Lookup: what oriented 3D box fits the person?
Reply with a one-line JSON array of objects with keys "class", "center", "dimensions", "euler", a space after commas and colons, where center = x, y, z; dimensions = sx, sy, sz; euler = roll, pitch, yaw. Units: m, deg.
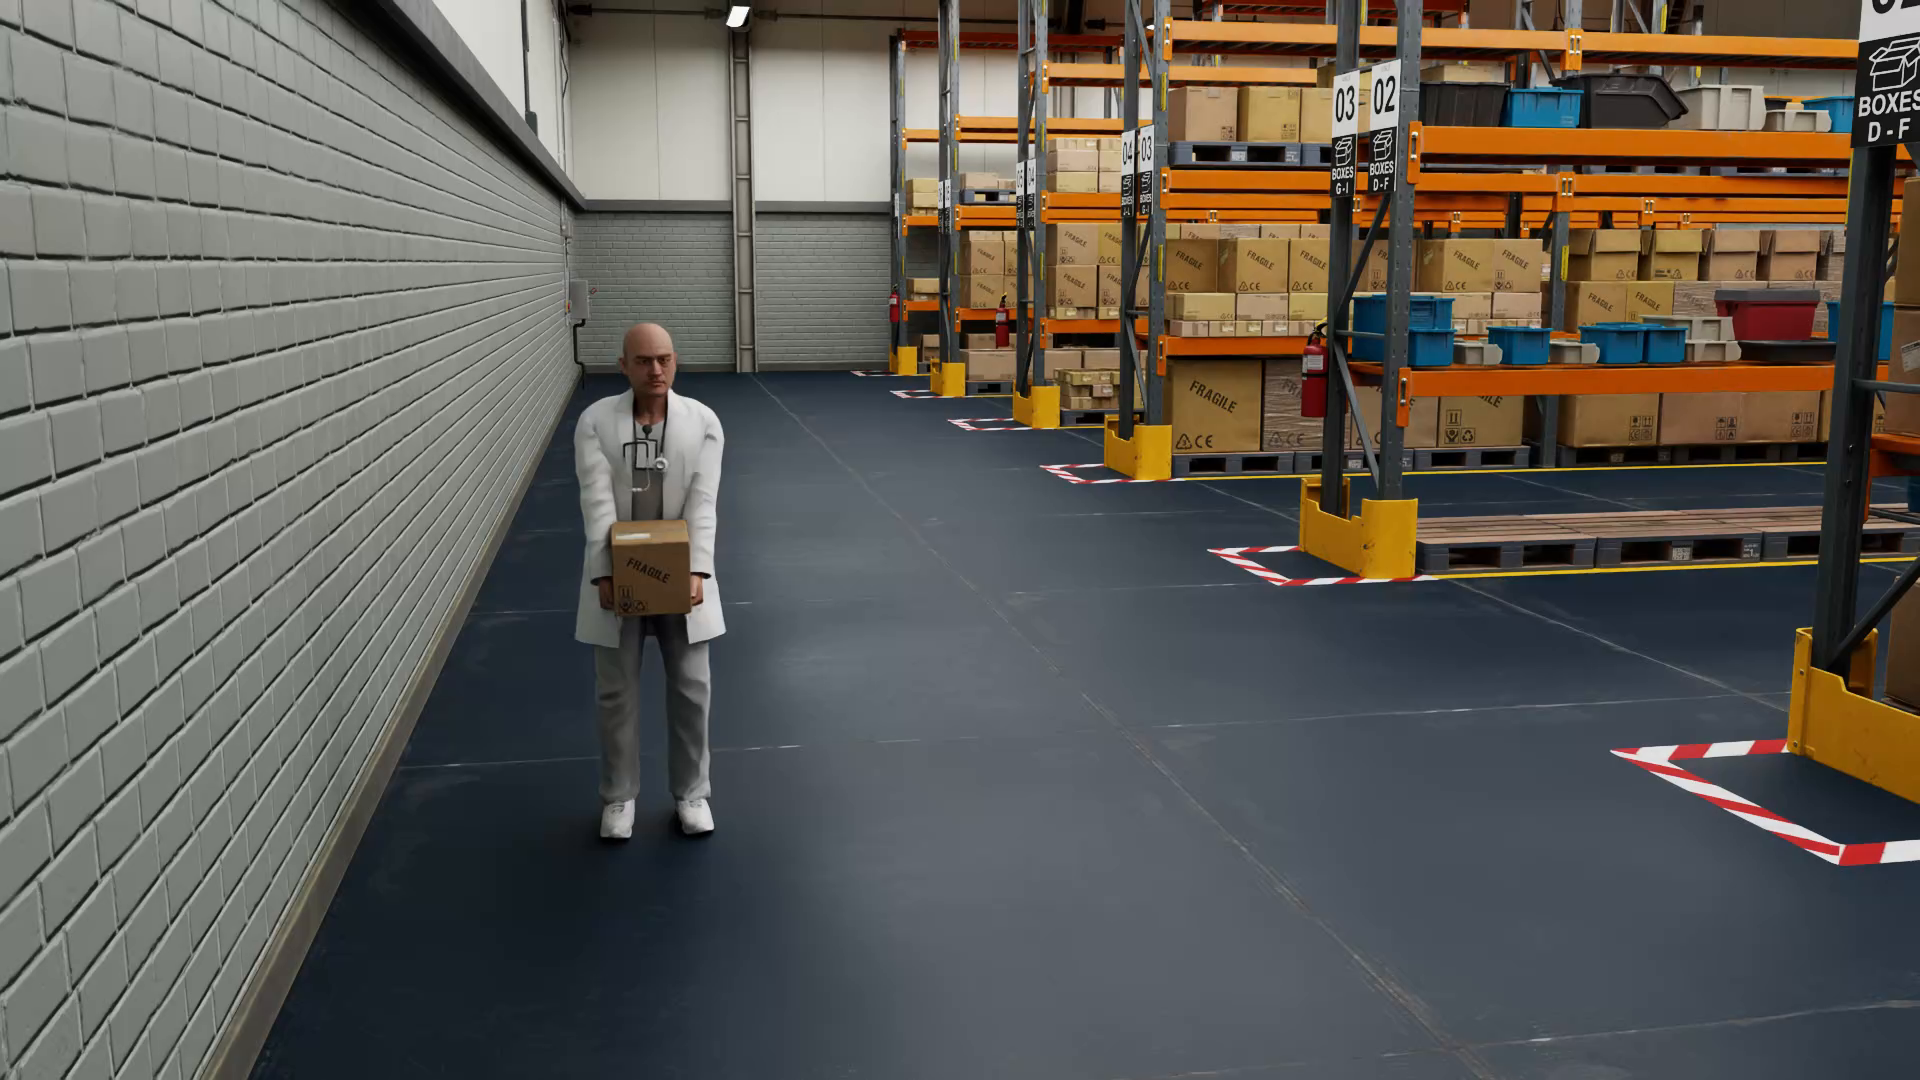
[{"class": "person", "center": [-1.061, 0.153, 5.706], "dimensions": [0.530, 1.777, 0.575], "euler": [-2, 10, -12]}]
